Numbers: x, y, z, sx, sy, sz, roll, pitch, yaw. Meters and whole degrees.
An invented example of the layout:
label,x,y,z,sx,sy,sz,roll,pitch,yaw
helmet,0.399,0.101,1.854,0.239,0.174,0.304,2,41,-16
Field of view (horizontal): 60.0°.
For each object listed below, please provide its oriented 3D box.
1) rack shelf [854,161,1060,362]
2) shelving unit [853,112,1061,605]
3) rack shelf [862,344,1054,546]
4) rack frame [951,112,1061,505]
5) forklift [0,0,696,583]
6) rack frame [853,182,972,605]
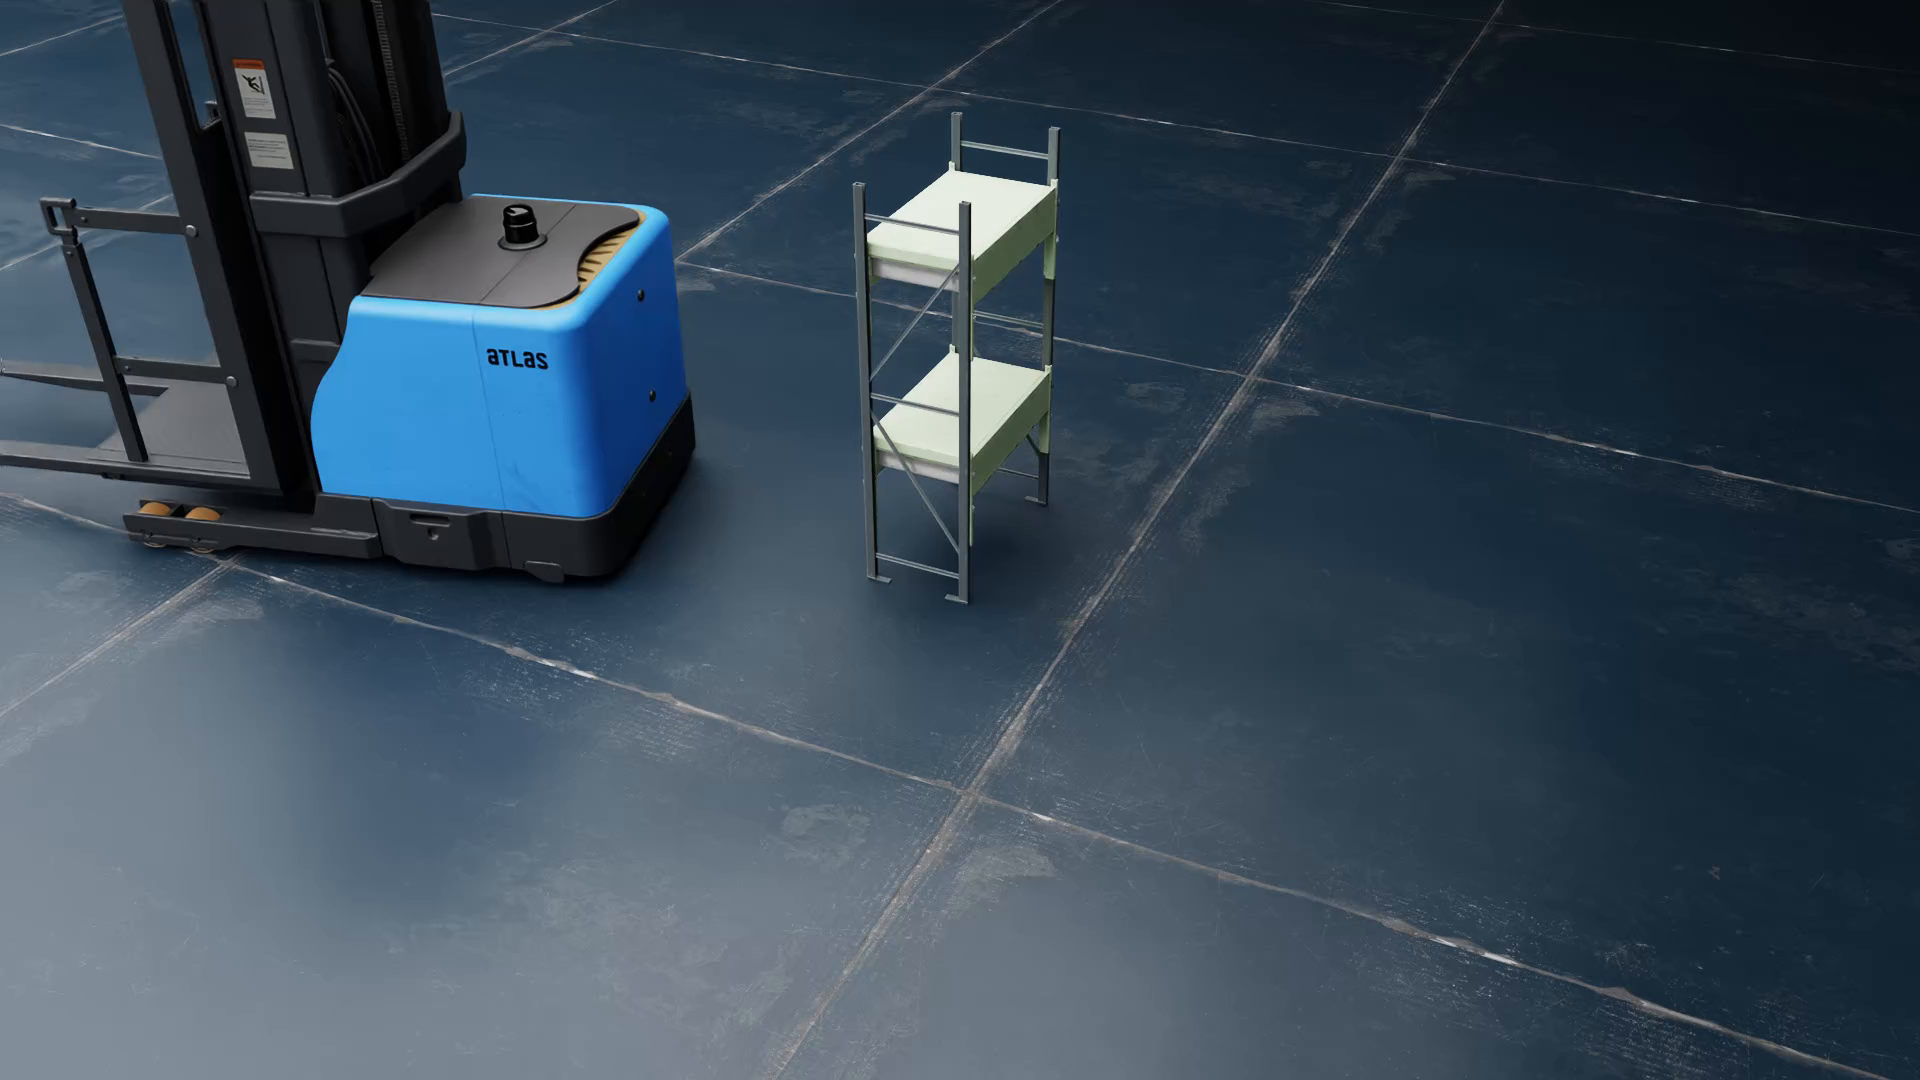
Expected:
label,x,y,z,sx,sy,sz,roll,pitch,yaw
rack shelf,0.003,-0.957,5.630,0.431,0.370,0.720,14,36,20
shelving unit,0.003,-0.631,5.844,0.431,1.500,0.755,14,36,20
rack shelf,0.003,-0.358,6.023,0.431,0.370,0.720,14,36,20
rack frame,0.156,-0.813,6.122,0.400,1.500,0.023,14,36,20
forklift,-2.631,-1.456,5.797,3.031,2.935,1.130,6,34,9
rack frame,-0.150,-0.448,5.566,0.400,1.500,0.023,14,36,20
